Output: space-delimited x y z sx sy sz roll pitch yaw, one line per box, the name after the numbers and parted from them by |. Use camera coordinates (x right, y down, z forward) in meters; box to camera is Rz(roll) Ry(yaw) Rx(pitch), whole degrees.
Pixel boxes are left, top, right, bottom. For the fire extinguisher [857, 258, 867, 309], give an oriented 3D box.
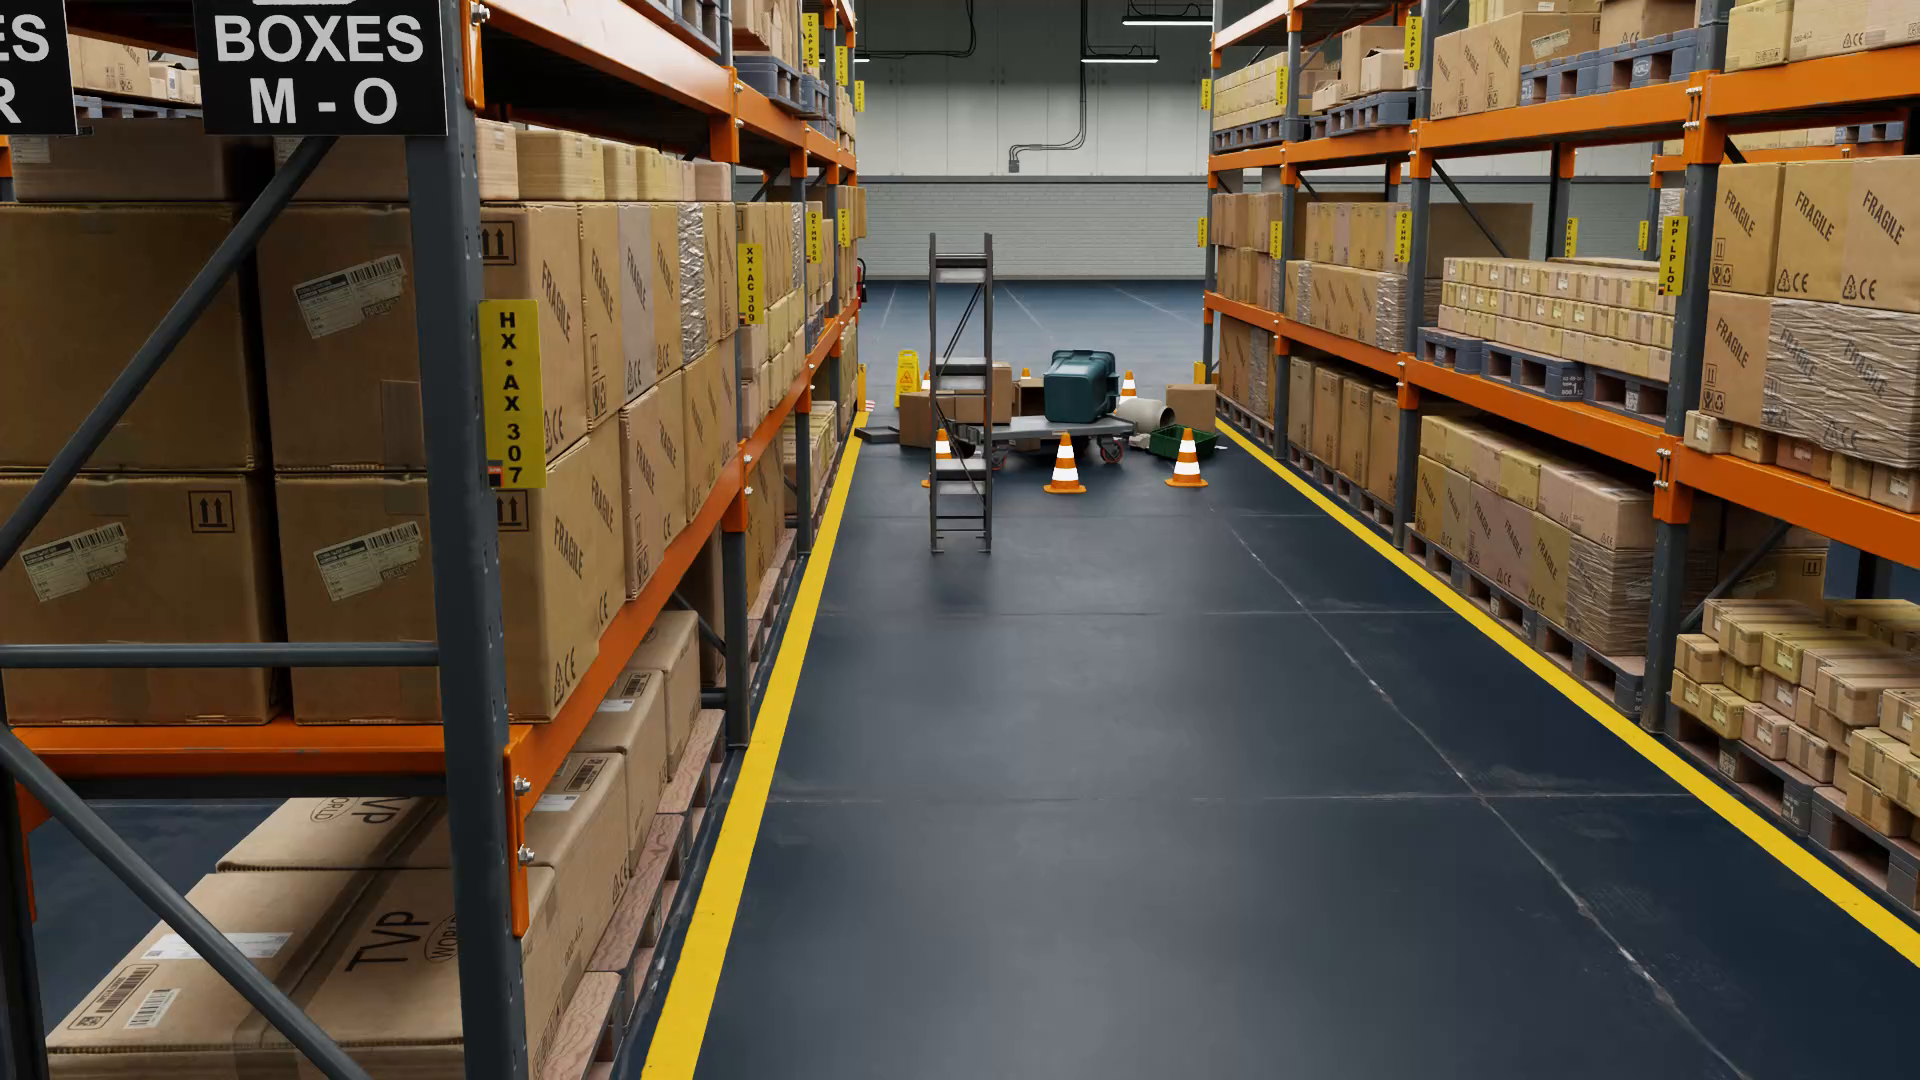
-1.201 -2.954 18.772 0.296 0.674 0.183 0 11 -1 | fire extinguisher

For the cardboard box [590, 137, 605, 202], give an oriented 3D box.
-1.050 -0.872 3.915 0.380 0.149 0.250 -1 11 -3 | cardboard box

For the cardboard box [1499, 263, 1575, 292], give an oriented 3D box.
3.290 -1.491 9.442 0.380 0.149 0.250 0 11 1 | cardboard box

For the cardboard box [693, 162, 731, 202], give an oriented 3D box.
-1.086 -1.379 6.416 0.380 0.149 0.250 0 11 -2 | cardboard box

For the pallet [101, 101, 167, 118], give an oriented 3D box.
-6.586 -3.091 12.179 1.003 0.211 1.213 0 11 1 | pallet

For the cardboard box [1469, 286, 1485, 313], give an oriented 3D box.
3.279 -1.442 9.952 0.380 0.149 0.250 -1 11 -3 | cardboard box

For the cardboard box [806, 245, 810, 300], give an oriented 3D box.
-1.271 -1.868 11.168 0.500 0.500 0.500 -1 11 -3 | cardboard box

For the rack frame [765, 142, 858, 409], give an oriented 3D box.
-1.659 -2.968 18.643 1.000 3.000 0.127 0 11 -1 | rack frame

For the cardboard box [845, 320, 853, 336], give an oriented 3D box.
-1.301 -2.178 17.093 0.380 0.149 0.250 0 11 1 | cardboard box

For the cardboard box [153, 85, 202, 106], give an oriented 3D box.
-6.212 -3.536 13.223 0.380 0.149 0.250 0 11 -1 | cardboard box

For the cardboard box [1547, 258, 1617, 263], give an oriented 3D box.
3.922 -1.697 10.456 0.380 0.149 0.250 -1 11 -3 | cardboard box

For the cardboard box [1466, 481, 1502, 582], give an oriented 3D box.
3.242 -0.055 9.516 0.500 0.500 0.500 -1 11 -3 | cardboard box

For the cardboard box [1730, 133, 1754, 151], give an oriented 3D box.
8.039 -4.004 16.582 0.500 0.250 0.500 0 11 1 | cardboard box

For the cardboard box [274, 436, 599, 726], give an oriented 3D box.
-1.051 0.067 3.432 0.500 0.500 0.500 0 11 -2 | cardboard box

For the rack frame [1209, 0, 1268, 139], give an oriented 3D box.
3.288 -5.948 18.245 1.000 3.000 0.127 0 11 -1 | rack frame

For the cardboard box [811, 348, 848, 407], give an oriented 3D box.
-1.318 -1.517 15.464 0.500 0.500 0.500 0 11 2 | cardboard box

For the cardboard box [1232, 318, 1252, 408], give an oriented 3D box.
3.388 -1.863 17.486 0.875 0.875 0.875 0 11 -2 | cardboard box

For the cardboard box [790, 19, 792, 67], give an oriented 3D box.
-1.115 -2.715 9.135 0.396 0.266 0.258 -1 11 -3 | cardboard box

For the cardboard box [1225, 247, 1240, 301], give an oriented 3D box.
3.260 -2.787 17.375 0.875 0.550 0.550 0 11 -1 | cardboard box

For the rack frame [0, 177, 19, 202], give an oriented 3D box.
-6.456 -1.356 10.700 1.000 3.000 0.127 0 11 -1 | rack frame

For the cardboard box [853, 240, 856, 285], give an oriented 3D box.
-1.367 -2.956 17.586 0.500 0.500 0.500 0 11 -1 | cardboard box

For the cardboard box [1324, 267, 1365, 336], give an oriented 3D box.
3.142 -1.856 12.910 0.500 0.500 0.500 0 11 0 | cardboard box

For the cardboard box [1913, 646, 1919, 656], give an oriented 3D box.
3.788 0.499 6.174 0.380 0.149 0.250 0 11 1 | cardboard box

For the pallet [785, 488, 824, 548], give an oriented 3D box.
-1.508 -0.166 11.847 1.003 0.211 1.213 0 11 -1 | pallet

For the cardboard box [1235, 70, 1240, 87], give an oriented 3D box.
3.002 -4.680 16.859 0.380 0.149 0.250 0 11 -2 | cardboard box

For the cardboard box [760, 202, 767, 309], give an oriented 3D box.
-1.171 -1.311 7.710 0.500 0.500 0.500 0 11 -1 | cardboard box

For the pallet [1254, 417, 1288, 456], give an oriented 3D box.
3.433 -0.998 15.947 1.003 0.211 1.213 0 11 -1 | pallet

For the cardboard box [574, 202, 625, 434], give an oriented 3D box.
-1.071 -0.525 3.838 0.500 0.500 0.500 -1 11 -3 | cardboard box

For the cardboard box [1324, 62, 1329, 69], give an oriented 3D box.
3.680 -4.482 15.881 0.380 0.149 0.250 0 11 -1 | cardboard box

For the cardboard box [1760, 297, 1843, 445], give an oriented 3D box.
3.312 -0.620 6.069 0.500 0.500 0.500 0 11 -1 | cardboard box

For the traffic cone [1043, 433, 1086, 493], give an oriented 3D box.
0.855 -0.635 13.525 0.336 0.463 0.334 0 11 -1 | traffic cone

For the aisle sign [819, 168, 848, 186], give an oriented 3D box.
-1.370 -4.255 18.451 0.394 0.787 0.004 0 11 -1 | aisle sign

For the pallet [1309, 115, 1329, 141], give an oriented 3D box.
3.439 -3.407 13.746 0.805 0.209 1.217 -1 11 -3 | pallet

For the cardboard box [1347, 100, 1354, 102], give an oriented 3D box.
3.197 -3.499 12.748 0.396 0.266 0.258 0 11 -1 | cardboard box

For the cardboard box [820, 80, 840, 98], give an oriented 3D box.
-1.256 -3.974 14.686 0.380 0.149 0.250 0 11 -2 | cardboard box

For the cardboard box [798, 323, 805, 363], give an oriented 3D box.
-1.224 -1.204 10.329 0.500 0.250 0.500 -1 11 -3 | cardboard box

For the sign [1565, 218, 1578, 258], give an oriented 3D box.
3.996 -1.951 10.916 0.100 0.325 0.005 0 11 -1 | sign

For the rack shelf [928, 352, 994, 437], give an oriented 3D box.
0.003 -0.983 11.191 0.431 0.518 0.480 0 11 -1 | rack shelf

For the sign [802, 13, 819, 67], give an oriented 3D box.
-0.939 -3.140 10.450 0.100 0.325 0.005 0 11 -1 | sign

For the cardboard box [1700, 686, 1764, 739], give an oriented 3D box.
3.228 0.695 6.702 0.380 0.149 0.250 0 11 1 | cardboard box

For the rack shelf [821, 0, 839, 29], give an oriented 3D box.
-1.535 -4.166 12.279 1.077 0.370 4.000 0 11 -1 | rack shelf

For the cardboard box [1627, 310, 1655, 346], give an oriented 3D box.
3.324 -0.982 7.682 0.380 0.149 0.250 0 11 -1 | cardboard box

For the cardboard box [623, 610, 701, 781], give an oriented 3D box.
-1.505 0.593 6.480 0.875 0.438 0.875 0 11 -2 | cardboard box

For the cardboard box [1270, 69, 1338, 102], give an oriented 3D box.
3.104 -4.107 15.035 0.500 0.250 0.500 0 11 -2 | cardboard box

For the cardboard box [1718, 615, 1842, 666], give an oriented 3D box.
3.282 0.401 6.654 0.380 0.149 0.250 0 11 2 | cardboard box

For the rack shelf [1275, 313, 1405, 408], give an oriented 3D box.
3.412 -1.463 13.035 1.077 0.370 4.000 0 11 -1 | rack shelf

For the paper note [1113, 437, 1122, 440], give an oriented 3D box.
1.513 -1.016 16.512 0.172 0.023 0.155 4 12 18 | paper note

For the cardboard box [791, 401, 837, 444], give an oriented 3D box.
-1.563 -0.986 14.429 0.950 0.372 0.625 0 11 0 | cardboard box

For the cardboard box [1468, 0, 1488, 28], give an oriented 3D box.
3.197 -3.128 9.712 0.396 0.266 0.258 0 11 -1 | cardboard box

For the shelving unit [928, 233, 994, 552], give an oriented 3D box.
0.003 -0.996 11.188 0.431 2.100 0.503 0 11 -1 | shelving unit

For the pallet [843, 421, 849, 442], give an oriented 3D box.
-1.654 -1.182 16.856 1.003 0.211 1.213 0 11 -1 | pallet

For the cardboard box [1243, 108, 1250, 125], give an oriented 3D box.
3.011 -4.189 16.443 0.380 0.149 0.250 0 11 -1 | cardboard box

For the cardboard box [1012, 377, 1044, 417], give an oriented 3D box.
0.909 -1.405 17.221 0.797 0.503 0.637 -10 15 -40 | cardboard box

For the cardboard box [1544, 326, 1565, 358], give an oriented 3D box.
3.300 -1.042 8.729 0.380 0.149 0.250 0 11 1 | cardboard box

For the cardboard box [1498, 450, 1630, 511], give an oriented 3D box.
3.245 -0.325 8.962 0.500 0.250 0.500 -1 11 -4 | cardboard box

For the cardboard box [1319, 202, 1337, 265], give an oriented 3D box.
3.399 -2.551 13.823 0.700 0.500 0.500 0 11 -2 | cardboard box
